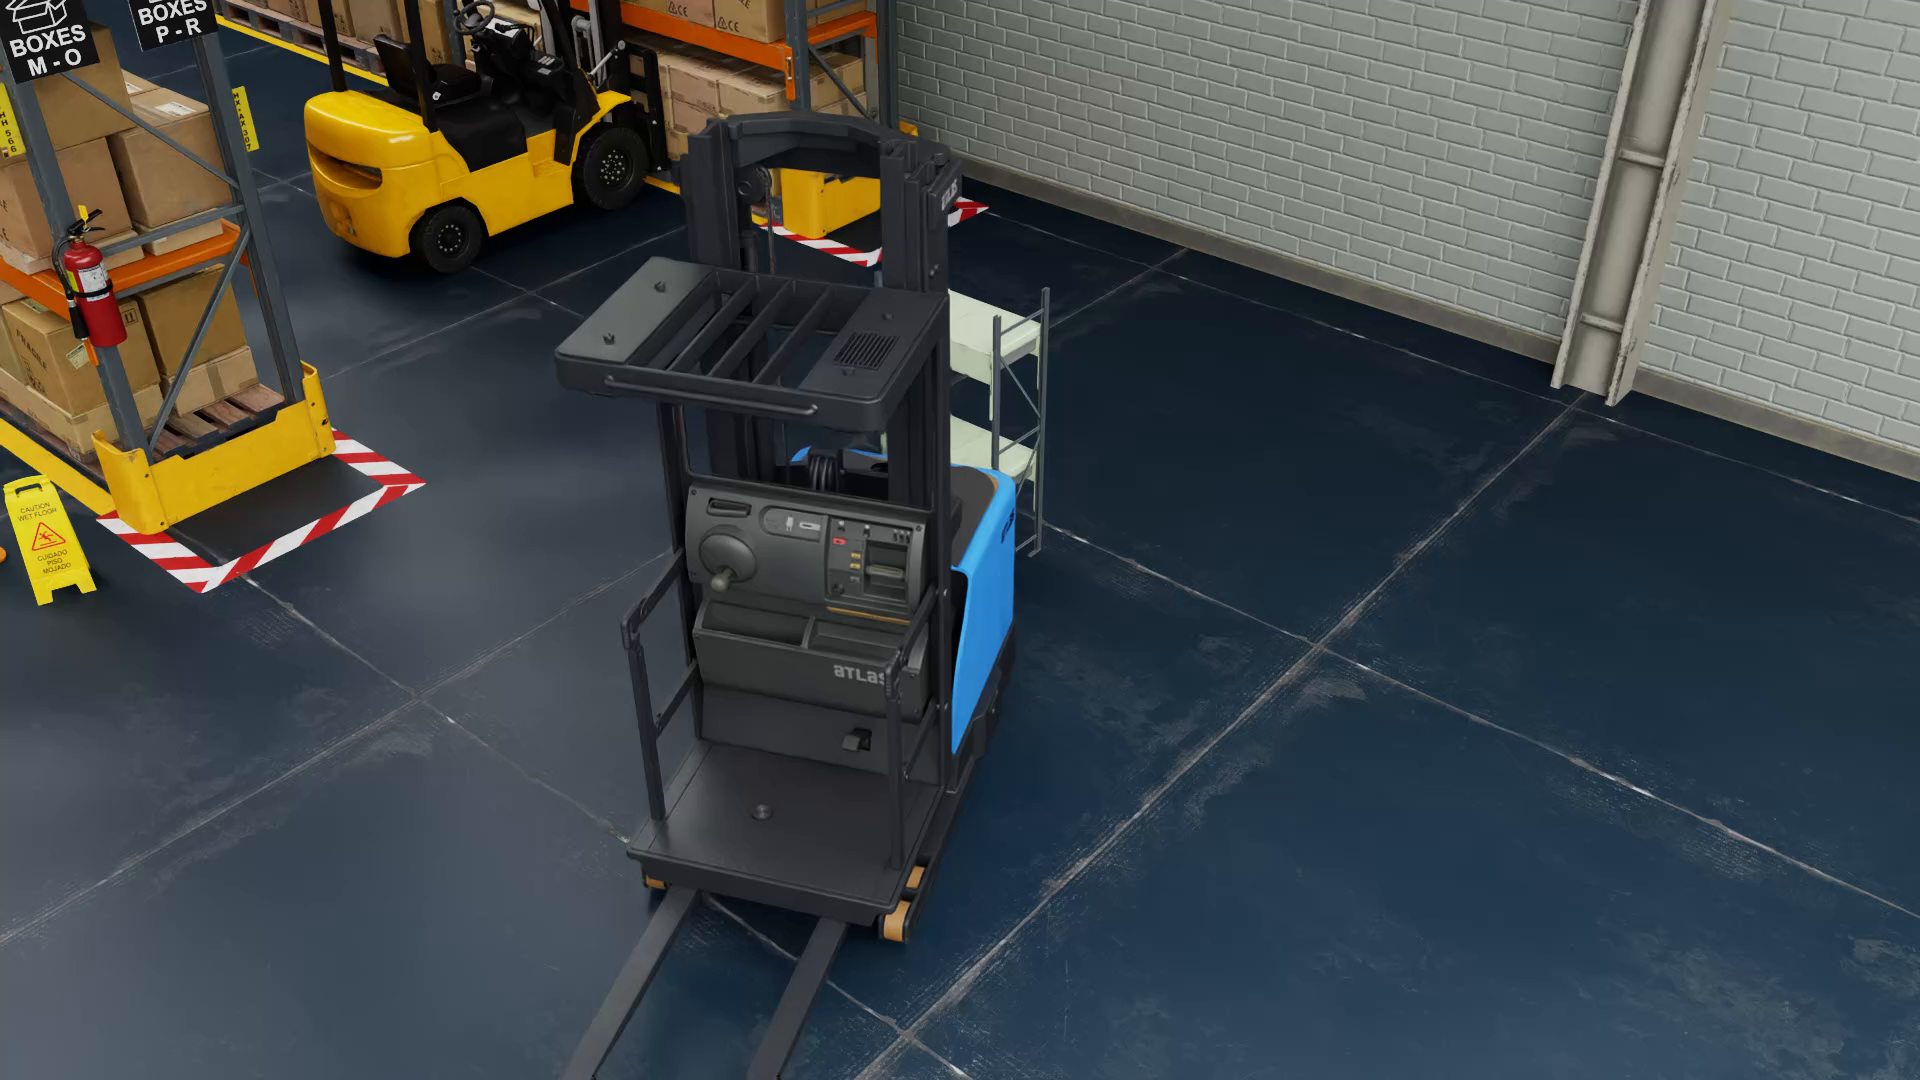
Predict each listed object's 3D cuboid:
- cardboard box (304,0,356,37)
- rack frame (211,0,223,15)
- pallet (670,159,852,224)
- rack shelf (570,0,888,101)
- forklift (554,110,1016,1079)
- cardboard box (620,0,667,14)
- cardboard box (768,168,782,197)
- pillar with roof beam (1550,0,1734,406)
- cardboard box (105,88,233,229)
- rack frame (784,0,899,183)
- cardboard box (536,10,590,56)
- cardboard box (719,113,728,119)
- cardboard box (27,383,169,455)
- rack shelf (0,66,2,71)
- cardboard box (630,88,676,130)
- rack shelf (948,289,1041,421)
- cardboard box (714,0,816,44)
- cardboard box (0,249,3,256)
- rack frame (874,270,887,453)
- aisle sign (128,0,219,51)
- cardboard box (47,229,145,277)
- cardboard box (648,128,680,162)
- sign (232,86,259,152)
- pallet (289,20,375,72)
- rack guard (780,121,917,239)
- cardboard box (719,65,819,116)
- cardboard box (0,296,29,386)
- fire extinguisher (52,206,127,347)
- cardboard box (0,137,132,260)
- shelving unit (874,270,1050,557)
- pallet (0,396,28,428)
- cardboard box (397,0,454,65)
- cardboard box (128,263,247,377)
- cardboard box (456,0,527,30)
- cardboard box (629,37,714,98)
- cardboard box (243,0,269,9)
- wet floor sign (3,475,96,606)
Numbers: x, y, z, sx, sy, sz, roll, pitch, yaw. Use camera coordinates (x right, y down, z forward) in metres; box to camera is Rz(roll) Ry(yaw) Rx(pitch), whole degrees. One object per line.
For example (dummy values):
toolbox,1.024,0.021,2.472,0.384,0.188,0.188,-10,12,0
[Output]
cardboard box,-5.467,-5.081,15.225,0.625,0.625,0.875,23,41,30
rack frame,-6.963,-6.596,15.704,0.127,3.000,1.000,25,42,32
pallet,-1.429,-2.807,12.651,1.213,0.211,1.003,25,42,32
rack shelf,-2.352,-4.126,12.743,4.000,0.370,1.077,25,42,32
forklift,-0.638,0.105,6.008,1.130,2.935,3.031,9,36,13
cardboard box,-2.148,-4.180,12.099,0.500,0.500,0.500,24,41,31
cardboard box,-1.378,-2.770,12.192,0.500,0.250,0.500,26,42,32
pillar with roof beam,1.084,-2.769,4.833,0.400,9.000,9.100,25,42,32
cardboard box,-4.174,-1.993,8.651,0.500,0.500,0.500,25,41,31
rack frame,-0.815,-3.698,11.485,0.127,3.000,1.000,25,42,32
cardboard box,-2.941,-3.922,12.986,0.500,0.250,0.500,27,43,33
cardboard box,-1.389,-2.984,12.062,0.500,0.250,0.500,25,41,31
cardboard box,-4.799,-0.761,9.266,0.500,0.250,0.500,25,42,32
rack shelf,-5.525,-3.201,8.748,4.000,0.370,1.077,25,42,32
cardboard box,-2.177,-3.348,12.592,0.500,0.250,0.500,24,41,31
rack shelf,0.005,-0.938,8.101,0.720,0.370,0.431,25,42,32
cardboard box,-1.361,-3.803,11.550,0.500,0.500,0.500,24,41,31
cardboard box,-4.861,-1.621,8.683,0.250,0.149,0.380,24,41,31
rack frame,-0.276,-0.748,8.515,0.023,1.500,0.400,25,42,32
aisle sign,-3.742,-2.721,7.766,0.004,0.787,0.394,25,42,32
cardboard box,-4.412,-1.476,8.471,0.250,0.149,0.380,27,43,33
cardboard box,-2.133,-3.140,12.730,0.500,0.250,0.500,26,42,32
sign,-3.641,-2.130,8.437,0.005,0.325,0.100,25,42,32
pallet,-5.422,-4.689,15.391,1.213,0.211,1.003,25,42,32
rack guard,-0.796,-2.659,12.180,0.348,0.500,1.175,25,42,32
cardboard box,-1.368,-3.181,11.907,0.500,0.250,0.500,27,43,33
cardboard box,-5.173,-1.250,9.316,0.500,0.500,0.500,27,43,33
fire extinguisher,-4.195,-1.263,8.008,0.183,0.674,0.296,25,42,32
cardboard box,-4.581,-1.777,8.337,0.500,0.500,0.500,24,41,31
shelving unit,0.005,-0.616,8.322,0.755,1.500,0.431,25,42,32
pallet,-5.581,-1.167,10.262,1.213,0.211,1.003,25,42,32
cardboard box,-4.297,-4.525,14.416,0.625,0.625,0.875,27,43,34
cardboard box,-4.449,-1.307,9.398,0.500,0.500,0.500,24,41,30
cardboard box,-3.718,-4.287,13.517,0.500,0.250,0.500,25,41,31
cardboard box,-2.158,-3.542,12.432,0.500,0.250,0.500,26,42,32
cardboard box,-6.492,-5.558,15.920,0.625,0.625,0.875,27,43,33
wet floor sign,-4.526,-0.032,8.227,0.267,0.644,0.232,-18,38,-25
